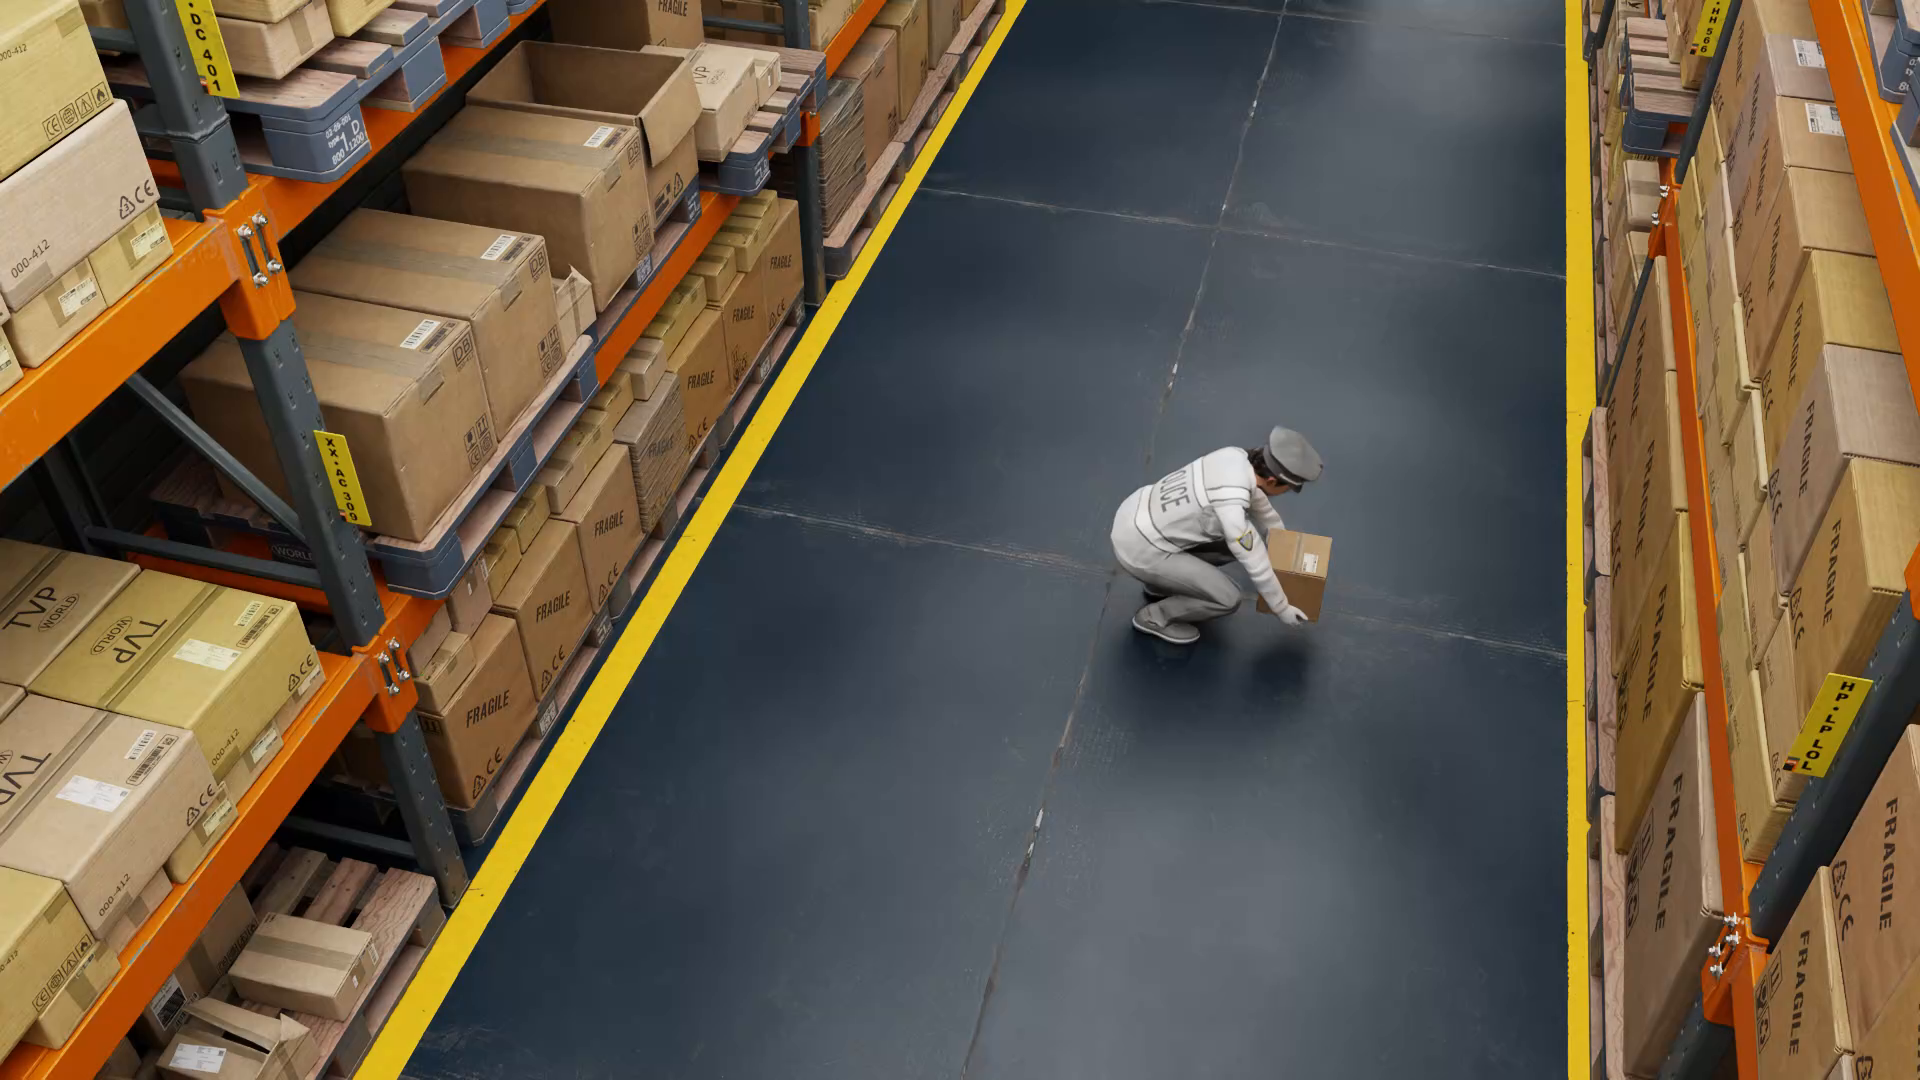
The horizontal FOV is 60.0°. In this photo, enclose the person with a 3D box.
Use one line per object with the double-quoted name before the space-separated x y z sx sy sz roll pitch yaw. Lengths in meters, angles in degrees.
"person" 1.039 -0.032 6.728 0.840 0.978 0.469 10 42 11
